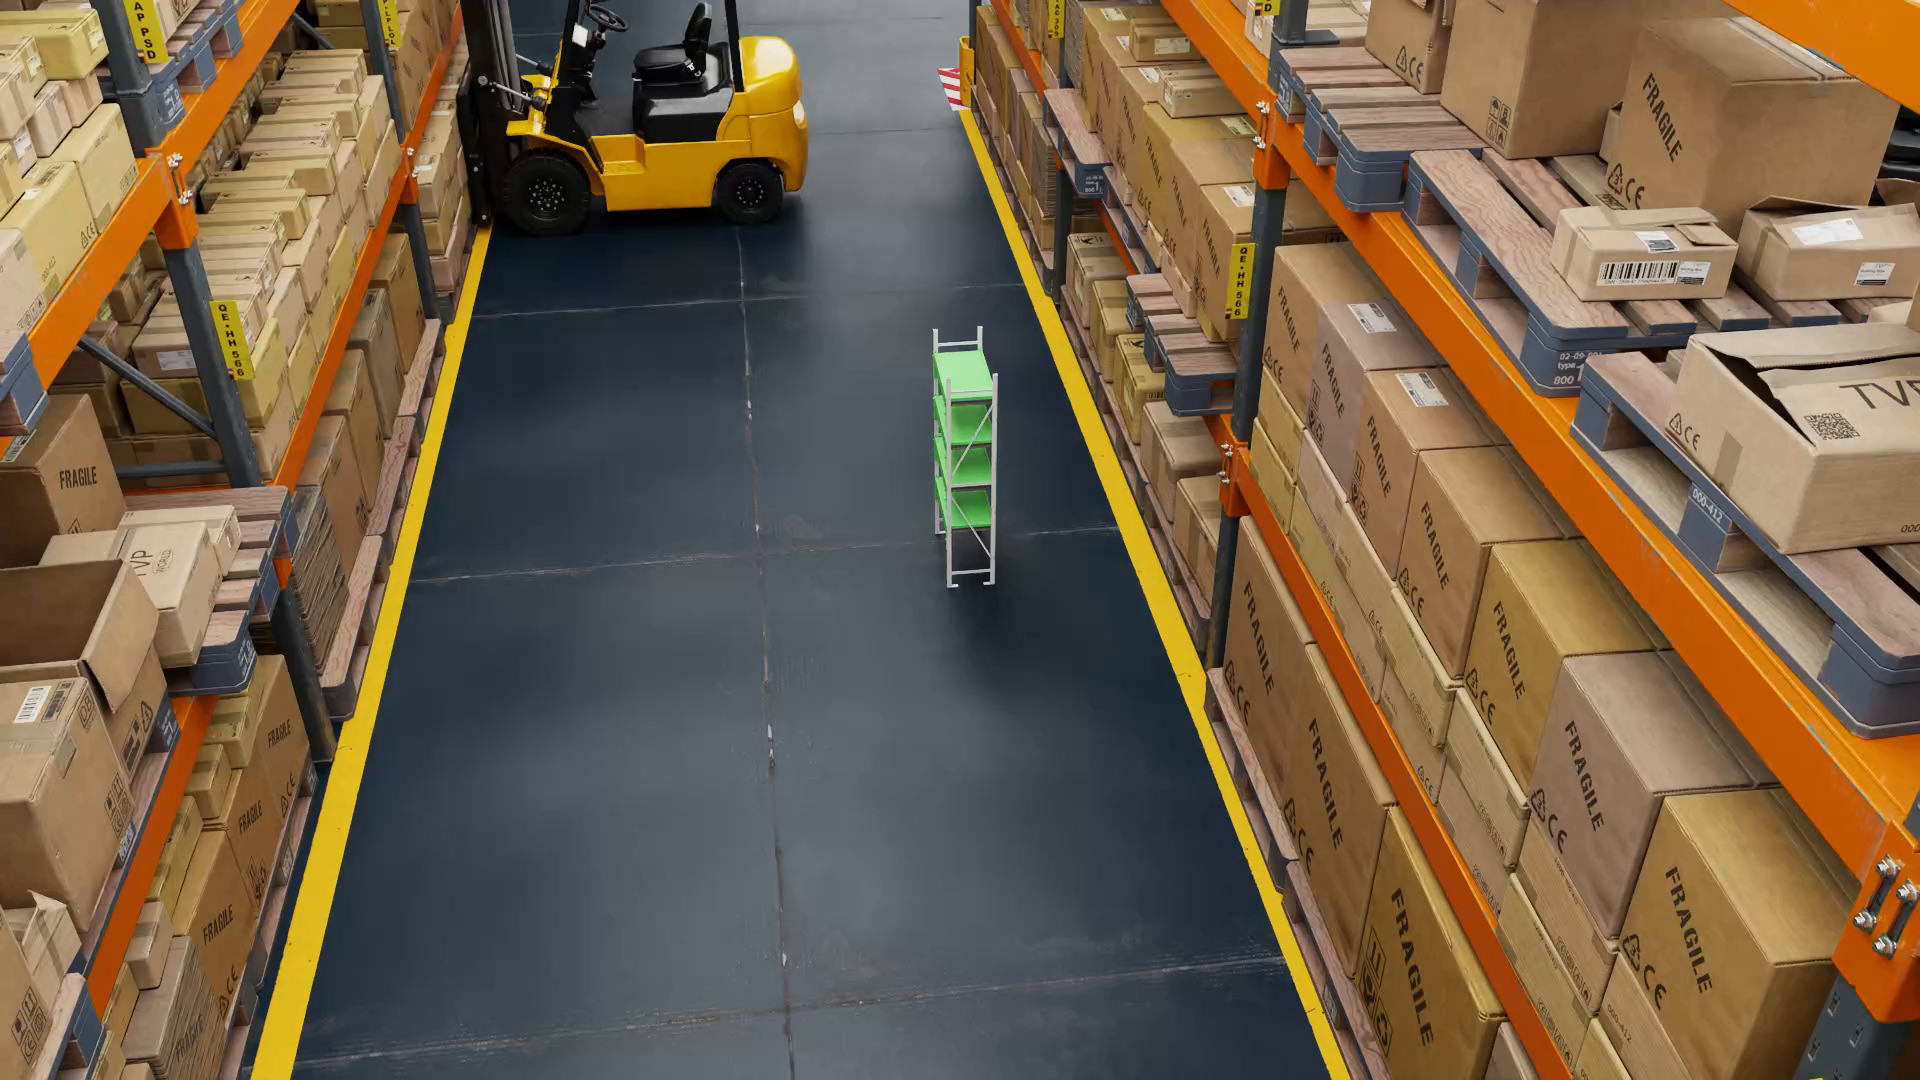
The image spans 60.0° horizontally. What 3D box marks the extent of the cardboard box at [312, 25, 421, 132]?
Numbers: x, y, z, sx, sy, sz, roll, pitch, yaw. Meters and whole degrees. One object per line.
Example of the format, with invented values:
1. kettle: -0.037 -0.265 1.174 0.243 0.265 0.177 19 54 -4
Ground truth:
1. cardboard box: -3.600 -2.795 10.098 0.500 0.500 0.500 -5 35 -8

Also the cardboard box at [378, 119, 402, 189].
1. cardboard box: -3.472 -2.163 9.393 0.500 0.250 0.500 -4 34 -5

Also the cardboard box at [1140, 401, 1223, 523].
1. cardboard box: 1.484 -0.447 8.702 0.950 0.372 0.625 -5 35 -7

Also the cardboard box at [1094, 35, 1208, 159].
1. cardboard box: 1.019 -2.362 8.826 0.500 0.500 0.500 -5 35 -7

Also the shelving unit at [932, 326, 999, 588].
1. shelving unit: 0.022 -0.403 8.277 0.258 1.200 0.503 -4 35 -6

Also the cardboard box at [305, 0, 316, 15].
1. cardboard box: -3.690 -3.256 9.936 0.380 0.149 0.250 -4 34 -6

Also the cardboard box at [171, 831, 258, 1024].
1. cardboard box: -2.861 1.397 5.883 0.500 0.500 0.500 -3 34 -4

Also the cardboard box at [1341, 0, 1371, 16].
1. cardboard box: 1.749 -2.147 6.692 0.396 0.266 0.258 -4 35 -6

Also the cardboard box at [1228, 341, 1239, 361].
1. cardboard box: 1.380 -0.867 7.208 0.380 0.149 0.250 -3 34 -5

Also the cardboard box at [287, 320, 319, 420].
1. cardboard box: -3.141 -0.739 7.304 0.500 0.250 0.500 -5 35 -7

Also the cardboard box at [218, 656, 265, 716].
1. cardboard box: -2.943 0.594 6.486 0.380 0.149 0.250 -6 35 -9

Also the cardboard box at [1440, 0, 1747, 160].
1. cardboard box: 1.979 -1.548 5.233 0.700 0.500 0.500 -6 35 -9

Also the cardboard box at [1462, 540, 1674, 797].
1. cardboard box: 1.761 0.343 4.606 0.500 0.500 0.500 -3 34 -5

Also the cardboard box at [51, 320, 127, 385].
1. cardboard box: -3.505 -0.729 6.492 0.380 0.149 0.250 -3 34 -5

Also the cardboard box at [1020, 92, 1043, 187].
1. cardboard box: 0.704 -2.805 11.605 0.500 0.500 0.500 -4 34 -6

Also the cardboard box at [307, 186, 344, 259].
1. cardboard box: -3.291 -1.521 8.007 0.500 0.250 0.500 -4 34 -6

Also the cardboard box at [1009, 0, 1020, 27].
1. cardboard box: 0.559 -3.769 11.840 0.380 0.149 0.250 -4 34 -6

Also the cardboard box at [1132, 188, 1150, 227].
1. cardboard box: 1.093 -1.725 8.468 0.380 0.149 0.250 -5 35 -8

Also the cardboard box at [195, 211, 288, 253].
1. cardboard box: -3.220 -1.336 7.383 0.380 0.149 0.250 -4 34 -6

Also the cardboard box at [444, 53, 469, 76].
1. cardboard box: -3.814 -3.370 12.212 0.500 0.250 0.500 -4 34 -6

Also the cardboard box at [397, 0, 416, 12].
1. cardboard box: -3.640 -3.424 10.446 0.380 0.149 0.250 -4 34 -5

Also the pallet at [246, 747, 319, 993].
1. pallet: -3.198 1.318 6.628 1.003 0.211 1.213 -4 35 -6

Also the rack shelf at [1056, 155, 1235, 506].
1. rack shelf: 1.388 -1.451 8.854 1.077 0.370 4.000 -4 35 -6

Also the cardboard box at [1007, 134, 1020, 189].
1. cardboard box: 0.628 -2.791 12.251 0.500 0.250 0.500 -4 34 -6

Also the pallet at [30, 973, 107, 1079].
1. pallet: -2.722 1.604 3.904 1.003 0.211 1.213 -4 35 -6

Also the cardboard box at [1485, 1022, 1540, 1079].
1. cardboard box: 2.033 1.965 4.717 0.875 0.875 0.875 -3 34 -5

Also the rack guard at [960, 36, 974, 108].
1. rack guard: 0.592 -4.021 14.206 1.175 0.500 0.348 -4 35 -6

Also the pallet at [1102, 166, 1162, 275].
1. pallet: 1.350 -1.654 8.684 1.003 0.211 1.213 -4 35 -6

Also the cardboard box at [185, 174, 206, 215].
1. cardboard box: -3.731 -1.585 7.747 0.380 0.149 0.250 -3 34 -5

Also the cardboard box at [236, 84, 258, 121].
1. cardboard box: -3.947 -2.290 8.781 0.380 0.149 0.250 -4 35 -7

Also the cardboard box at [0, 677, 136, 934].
1. cardboard box: -2.741 0.750 4.525 0.700 0.500 0.500 -5 35 -7

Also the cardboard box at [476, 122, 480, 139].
1. cardboard box: -3.814 -3.147 12.329 0.500 0.250 0.500 -5 35 -7

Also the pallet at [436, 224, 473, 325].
1. pallet: -3.864 -1.781 11.175 1.003 0.211 1.213 -4 35 -6

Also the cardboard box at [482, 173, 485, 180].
1. cardboard box: -3.753 -2.671 12.074 0.500 0.250 0.500 -3 34 -5

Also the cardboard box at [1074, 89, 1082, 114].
1. cardboard box: 0.881 -2.601 9.754 0.380 0.149 0.250 -4 34 -6

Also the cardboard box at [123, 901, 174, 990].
1. cardboard box: -2.793 1.336 5.397 0.380 0.149 0.250 -6 35 -9

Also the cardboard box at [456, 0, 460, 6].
1. cardboard box: -3.950 -4.214 12.182 0.500 0.500 0.500 -3 34 -5

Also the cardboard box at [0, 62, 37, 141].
1. cardboard box: -2.905 -1.250 4.772 0.380 0.149 0.250 -5 35 -8

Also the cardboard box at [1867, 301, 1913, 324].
1. cardboard box: 2.372 -0.449 3.916 0.380 0.166 0.250 -7 35 -10

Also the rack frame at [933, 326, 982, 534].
1. rack frame: -0.011 -0.540 8.476 0.240 1.200 0.015 -4 35 -6

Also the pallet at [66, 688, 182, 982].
1. pallet: -2.995 0.910 4.921 1.003 0.211 1.213 -4 35 -6

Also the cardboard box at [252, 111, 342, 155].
1. cardboard box: -3.360 -2.051 8.431 0.380 0.149 0.250 -5 35 -8

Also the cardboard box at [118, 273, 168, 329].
1. cardboard box: -3.667 -0.913 7.116 0.500 0.250 0.500 -4 34 -6

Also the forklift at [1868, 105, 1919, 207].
1. forklift: 3.524 -0.617 7.052 1.130 2.935 3.031 -3 34 -5

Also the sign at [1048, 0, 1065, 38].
1. sign: 0.583 -3.176 9.978 0.100 0.325 0.005 -4 35 -6

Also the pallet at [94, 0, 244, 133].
1. pallet: -3.441 -1.787 6.213 1.213 0.211 1.003 -3 34 -4

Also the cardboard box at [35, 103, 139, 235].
1. cardboard box: -2.951 -1.163 5.263 0.500 0.250 0.500 -5 35 -8

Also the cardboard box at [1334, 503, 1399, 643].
1. cardboard box: 1.604 0.093 5.640 0.500 0.250 0.500 -4 35 -7

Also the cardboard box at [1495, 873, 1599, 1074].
1. cardboard box: 1.818 1.147 4.537 0.500 0.250 0.500 -5 35 -7

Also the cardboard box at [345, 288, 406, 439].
1. cardboard box: -3.621 -0.954 9.222 0.875 0.625 0.625 -5 35 -7

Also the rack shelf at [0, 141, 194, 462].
1. rack shelf: -2.992 -0.080 4.179 1.077 0.370 4.000 -4 35 -6

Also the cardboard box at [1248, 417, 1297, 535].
1. cardboard box: 1.474 -0.278 6.627 0.500 0.250 0.500 -5 35 -7

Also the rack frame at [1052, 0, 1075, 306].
1. rack frame: 1.119 -2.864 10.289 1.000 3.000 0.127 -4 35 -6

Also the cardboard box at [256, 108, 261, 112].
1. cardboard box: -3.985 -2.328 9.192 0.500 0.250 0.500 -5 35 -7
